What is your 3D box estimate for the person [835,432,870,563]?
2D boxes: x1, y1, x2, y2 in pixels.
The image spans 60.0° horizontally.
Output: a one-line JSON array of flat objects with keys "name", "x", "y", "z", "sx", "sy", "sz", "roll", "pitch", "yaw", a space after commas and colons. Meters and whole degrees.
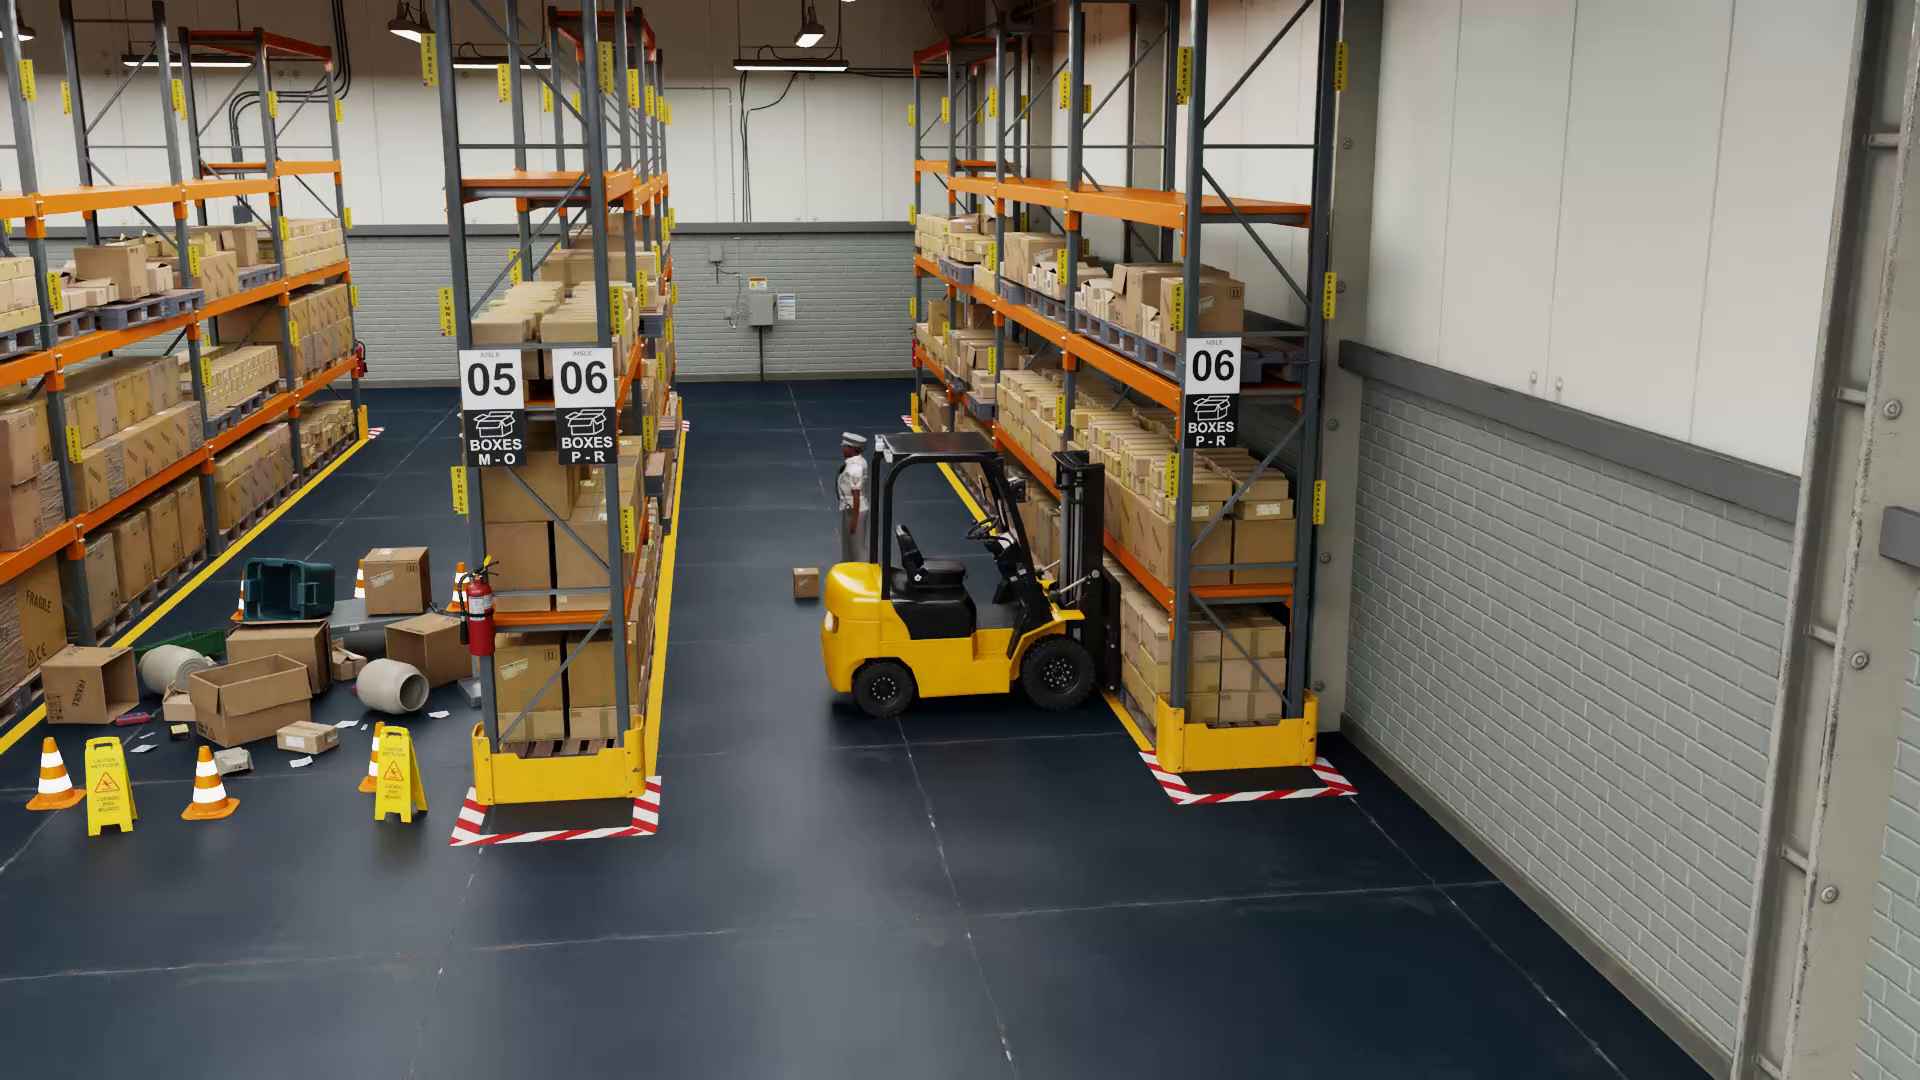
[{"name": "person", "x": -1.137, "y": -0.273, "z": 17.092, "sx": 0.546, "sy": 1.687, "sz": 0.457, "roll": 0, "pitch": 13, "yaw": 2}]
